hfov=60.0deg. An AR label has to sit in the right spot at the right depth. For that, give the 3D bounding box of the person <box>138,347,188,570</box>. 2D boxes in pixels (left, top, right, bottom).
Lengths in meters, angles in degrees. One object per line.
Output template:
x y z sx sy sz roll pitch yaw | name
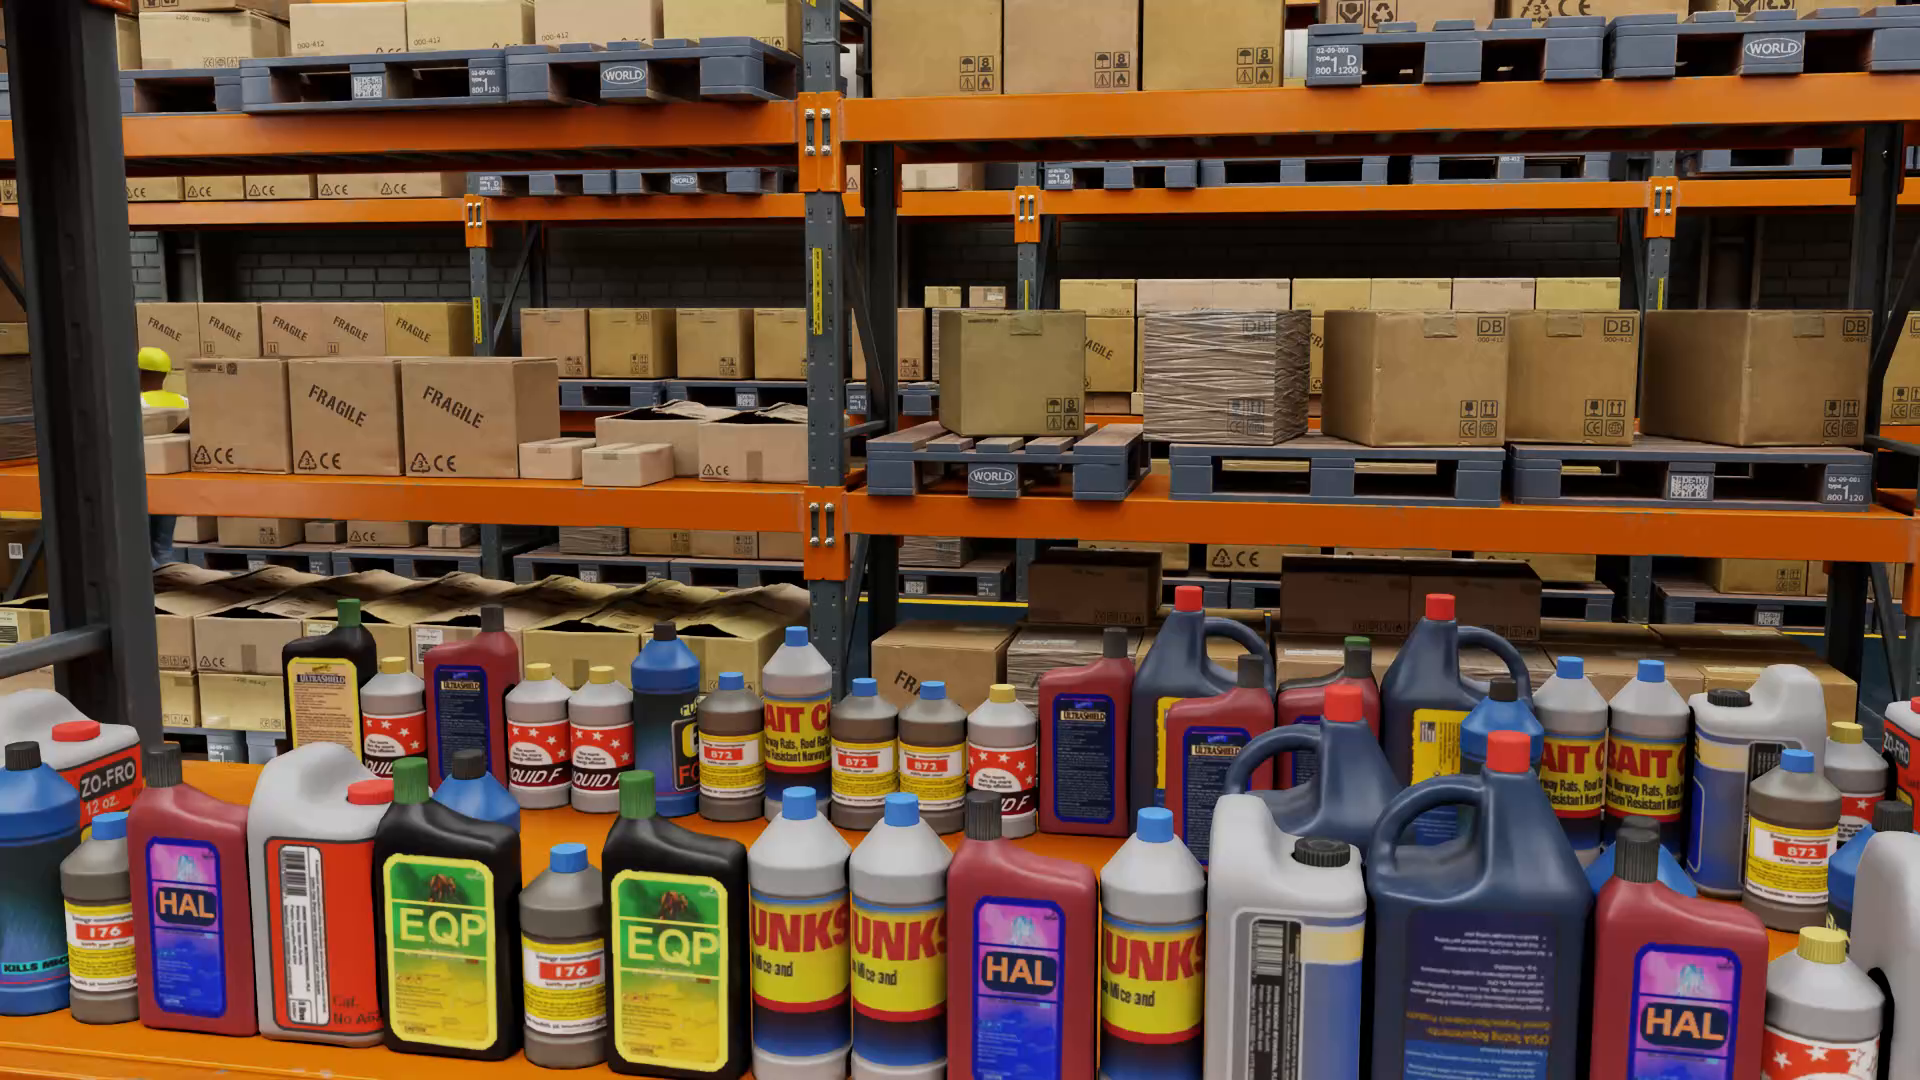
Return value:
-4.989 -0.312 10.302 0.527 1.753 0.578 3 9 22 | person
